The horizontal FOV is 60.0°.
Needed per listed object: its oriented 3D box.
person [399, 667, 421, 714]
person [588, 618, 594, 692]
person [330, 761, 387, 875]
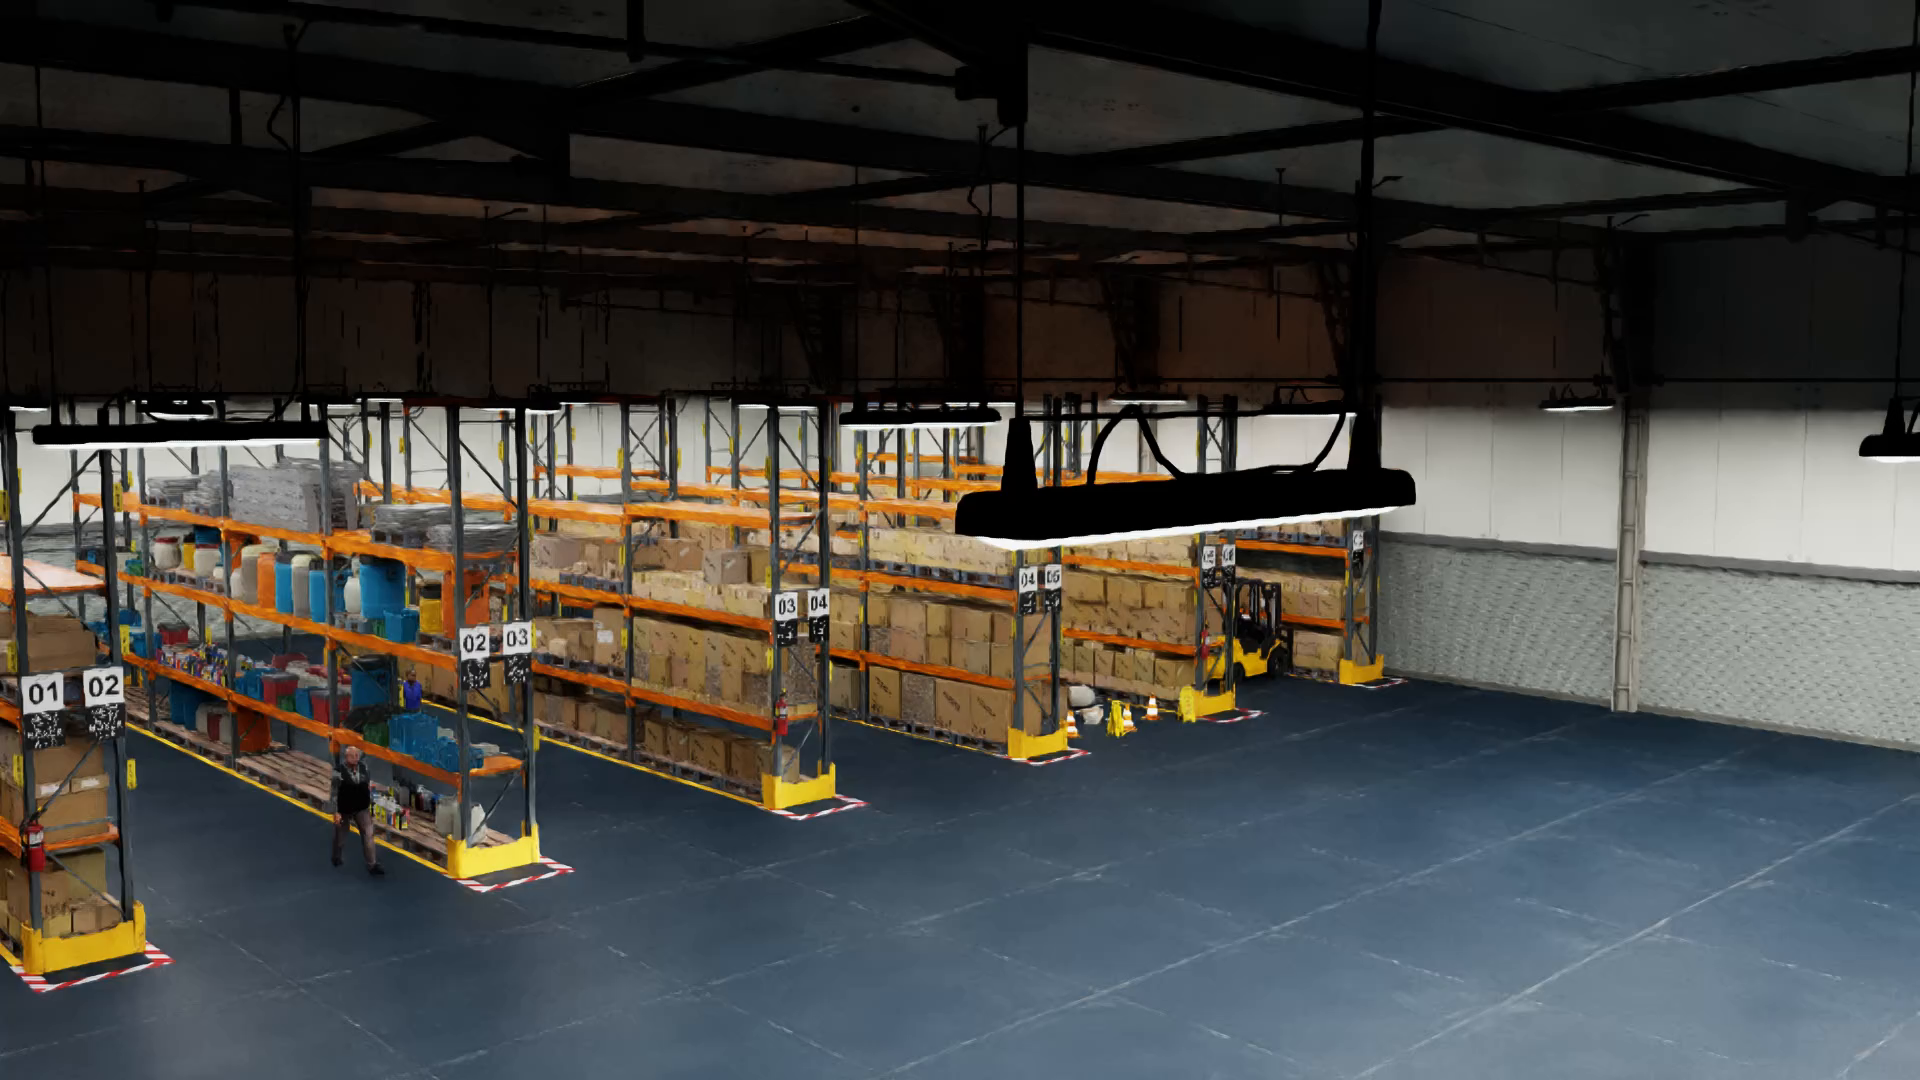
[{"bbox_3d":[-9.087,2.874,27.493,0.447,1.574,1.088,-5,7,-40],"label":"person"},{"bbox_3d":[-7.289,2.309,32.509,0.502,1.590,0.401,3,6,25],"label":"person"},{"bbox_3d":[-7.782,3.536,21.289,0.543,1.463,1.104,-5,7,-40],"label":"person"}]
